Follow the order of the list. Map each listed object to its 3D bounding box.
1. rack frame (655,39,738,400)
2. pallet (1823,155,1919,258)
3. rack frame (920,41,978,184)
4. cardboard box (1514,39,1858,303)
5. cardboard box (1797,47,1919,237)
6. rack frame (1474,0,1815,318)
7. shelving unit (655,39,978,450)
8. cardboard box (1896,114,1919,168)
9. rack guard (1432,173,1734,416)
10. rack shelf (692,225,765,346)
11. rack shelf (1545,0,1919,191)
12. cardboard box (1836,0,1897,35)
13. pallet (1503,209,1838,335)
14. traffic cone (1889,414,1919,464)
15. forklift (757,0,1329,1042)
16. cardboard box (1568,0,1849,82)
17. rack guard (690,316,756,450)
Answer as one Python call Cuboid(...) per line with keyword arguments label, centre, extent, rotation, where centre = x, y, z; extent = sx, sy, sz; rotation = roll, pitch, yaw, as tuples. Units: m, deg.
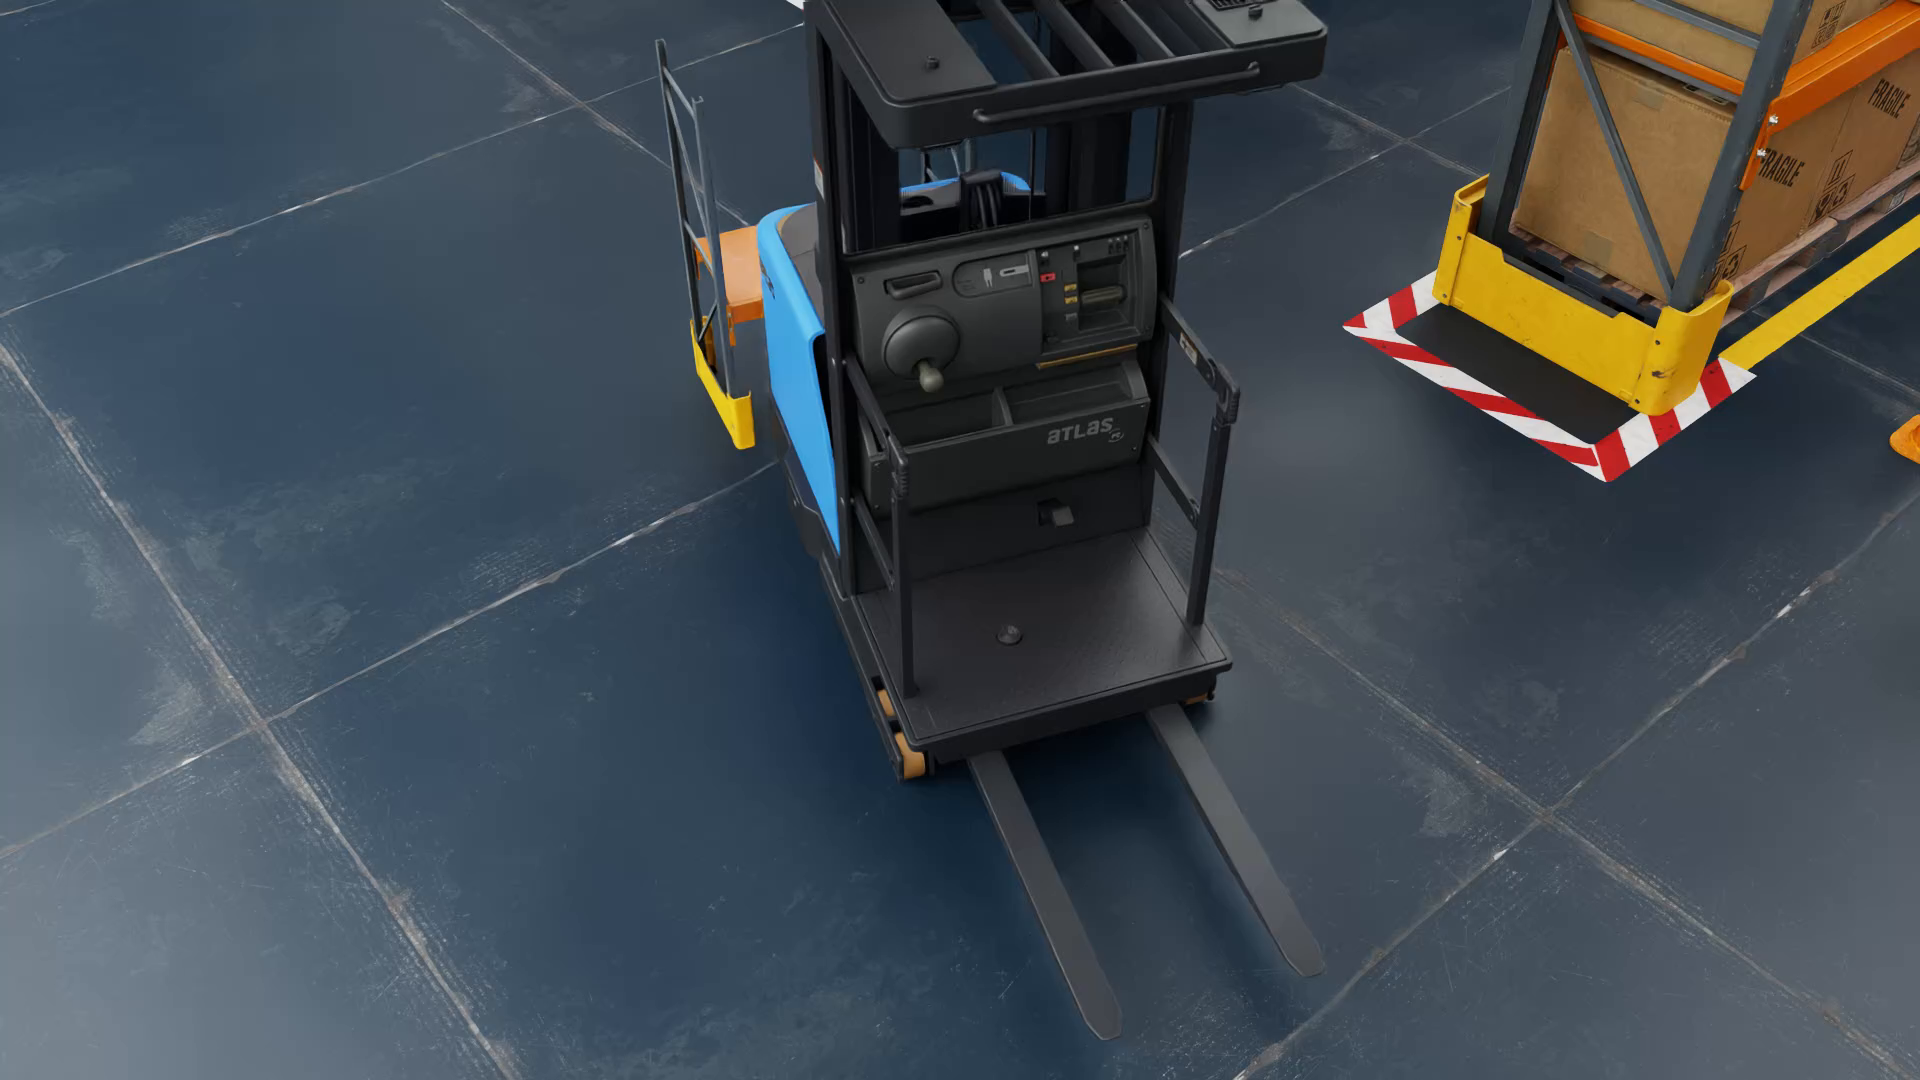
Cuboid(label="rack frame", centre=(-0.982, -1.094, 6.318), extent=(0.032, 1.500, 0.500), rotation=(-17, 46, -17))
Cuboid(label="pallet", centre=(4.103, -1.882, 8.100), extent=(1.213, 0.211, 1.003), rotation=(-30, 51, -28))
Cuboid(label="rack frame", centre=(-0.049, -1.371, 6.613), extent=(0.032, 1.500, 0.500), rotation=(-17, 46, -17))
Cuboid(label="cardboard box", centre=(3.082, -1.684, 7.098), extent=(0.875, 0.875, 0.875), rotation=(-29, 51, -28))
Cuboid(label="cardboard box", centre=(3.756, -2.072, 7.510), extent=(0.875, 0.875, 0.875), rotation=(-31, 51, -28))
Cuboid(label="rack frame", centre=(2.604, -1.973, 6.160), extent=(0.127, 3.000, 1.000), rotation=(-30, 51, -28))
Cuboid(label="shelving unit", centre=(-0.507, -1.235, 6.468), extent=(1.083, 1.500, 0.587), rotation=(-17, 46, -17))
Cuboid(label="cardboard box", centre=(4.456, -2.471, 7.935), extent=(0.875, 0.875, 0.875), rotation=(-29, 51, -28))
Cuboid(label="rack guard", centre=(2.586, -1.051, 7.004), extent=(0.348, 0.500, 1.175), rotation=(-30, 51, -28))
Cuboid(label="rack shelf", centre=(-0.515, -1.101, 6.589), extent=(1.000, 0.185, 0.538), rotation=(-17, 46, -17))
Cuboid(label="rack shelf", centre=(4.138, -2.589, 7.341), extent=(4.000, 0.370, 1.077), rotation=(-30, 51, -28))
Cuboid(label="cardboard box", centre=(3.268, -2.468, 6.577), extent=(0.550, 0.550, 0.875), rotation=(-30, 51, -28))
Cuboid(label="pallet", centre=(3.168, -1.349, 7.532), extent=(1.213, 0.211, 1.003), rotation=(-30, 51, -28))
Cuboid(label="traffic cone", centre=(3.923, -0.536, 6.483), extent=(0.334, 0.463, 0.336), rotation=(-30, 51, -28))
Cuboid(label="forklift", centre=(0.214, -0.608, 4.756), extent=(1.130, 2.935, 3.031), rotation=(-13, 45, -14))
Cuboid(label="cardboard box", centre=(2.860, -2.215, 6.307), extent=(0.550, 0.550, 0.875), rotation=(-30, 51, -28))
Cuboid(label="rack guard", centre=(-0.964, -0.643, 6.751), extent=(0.087, 0.250, 0.587), rotation=(-17, 46, -17))
